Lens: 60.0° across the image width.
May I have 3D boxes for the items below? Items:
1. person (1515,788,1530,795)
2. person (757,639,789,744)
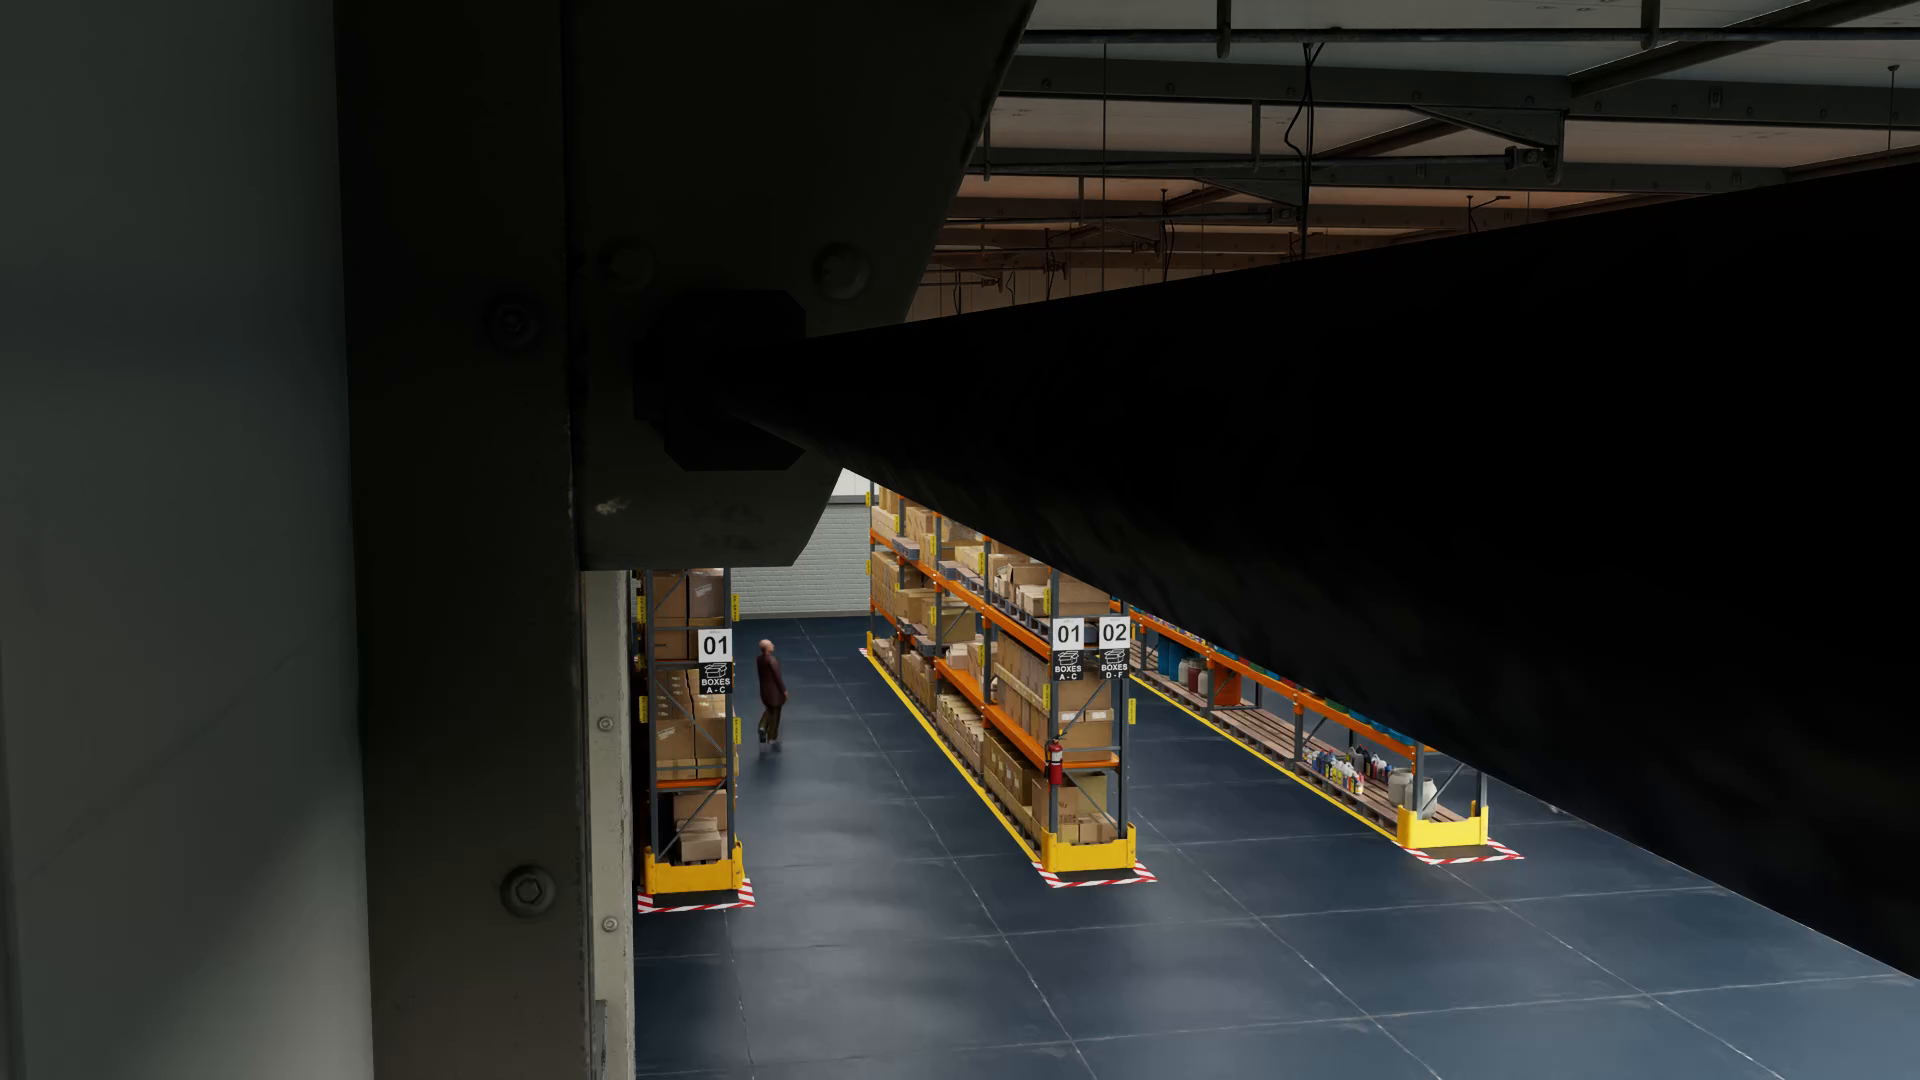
[{"bbox_3d":[8.434,2.919,24.538,0.436,1.692,0.447,2,6,23],"label":"person"},{"bbox_3d":[-3.153,2.535,27.854,0.597,1.777,0.519,3,7,30],"label":"person"}]
